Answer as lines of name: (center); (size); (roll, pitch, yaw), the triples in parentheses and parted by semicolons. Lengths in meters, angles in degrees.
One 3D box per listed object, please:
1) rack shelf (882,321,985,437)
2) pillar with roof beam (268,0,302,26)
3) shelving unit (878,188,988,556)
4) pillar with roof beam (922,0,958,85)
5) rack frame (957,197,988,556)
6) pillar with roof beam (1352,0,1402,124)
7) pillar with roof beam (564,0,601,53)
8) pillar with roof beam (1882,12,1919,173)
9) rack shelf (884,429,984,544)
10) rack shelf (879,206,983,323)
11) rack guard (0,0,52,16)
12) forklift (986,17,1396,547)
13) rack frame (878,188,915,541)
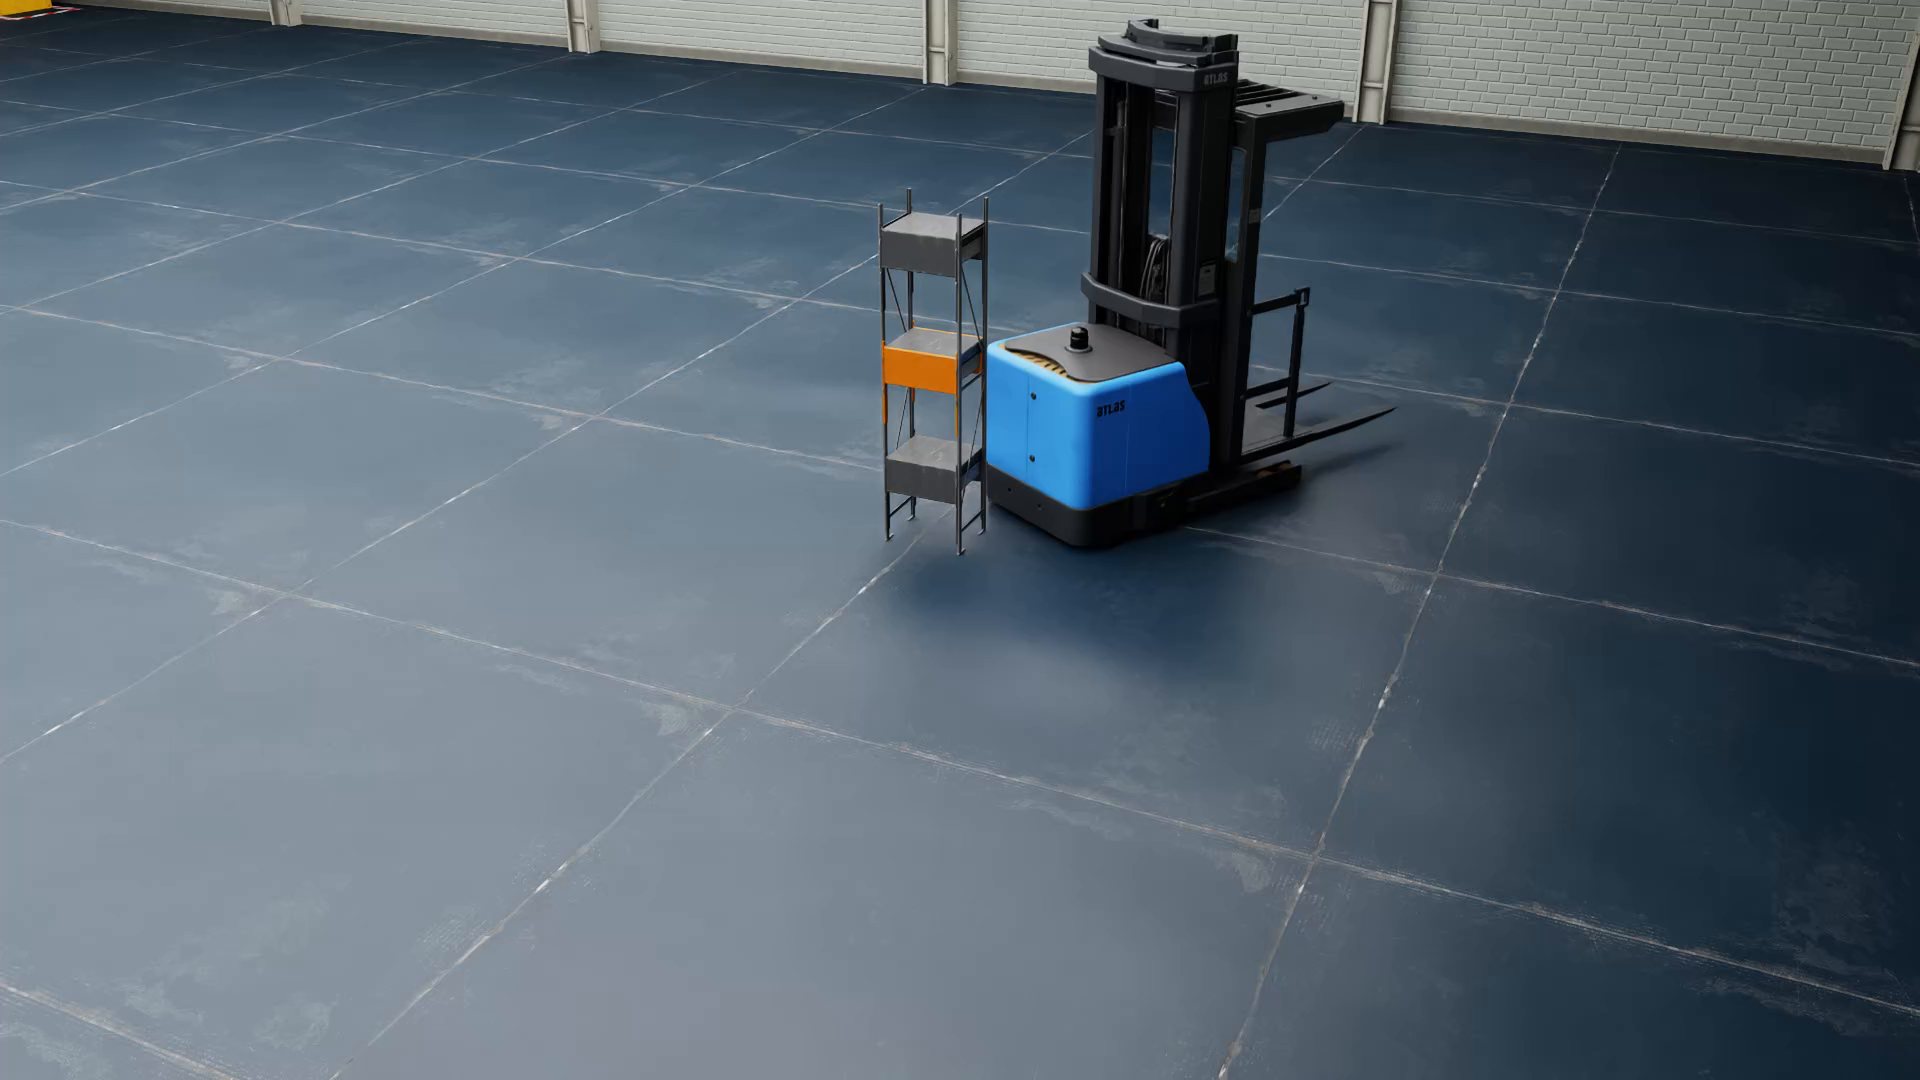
rack shelf: (-0.151, -0.960, 9.854); (0.480, 0.518, 0.431); (11, 28, 22)
pillar with roof beam: (-12.982, -10.897, 22.195); (0.400, 9.000, 9.100); (11, 28, 22)
shelving unit: (-0.151, -0.972, 9.848); (0.503, 2.100, 0.431); (11, 28, 22)
pillar with roof beam: (-2.058, -8.703, 17.739); (0.400, 9.000, 9.100); (11, 28, 22)
rack frame: (0.071, -0.928, 9.757); (0.015, 2.100, 0.400); (11, 28, 22)
pillar with roof beam: (3.404, -7.606, 15.510); (0.400, 9.000, 9.100); (11, 28, 22)
pillar with roof beam: (-7.520, -9.800, 19.967); (0.400, 9.000, 9.100); (11, 28, 22)
pillar with roof beam: (8.865, -6.509, 13.282); (0.400, 9.000, 9.100); (11, 28, 22)
rack shelf: (-0.151, -0.332, 10.163); (0.480, 0.518, 0.431); (11, 28, 22)
rack shelf: (-0.151, -1.588, 9.545); (0.480, 0.518, 0.431); (11, 28, 22)
rack guard: (-16.379, -9.418, 28.813); (0.348, 0.500, 1.175); (11, 28, 22)
forklift: (1.629, -1.774, 10.534); (3.031, 2.935, 1.130); (-18, 31, -32)
rack frame: (-0.373, -1.017, 9.938); (0.015, 2.100, 0.400); (11, 28, 22)
